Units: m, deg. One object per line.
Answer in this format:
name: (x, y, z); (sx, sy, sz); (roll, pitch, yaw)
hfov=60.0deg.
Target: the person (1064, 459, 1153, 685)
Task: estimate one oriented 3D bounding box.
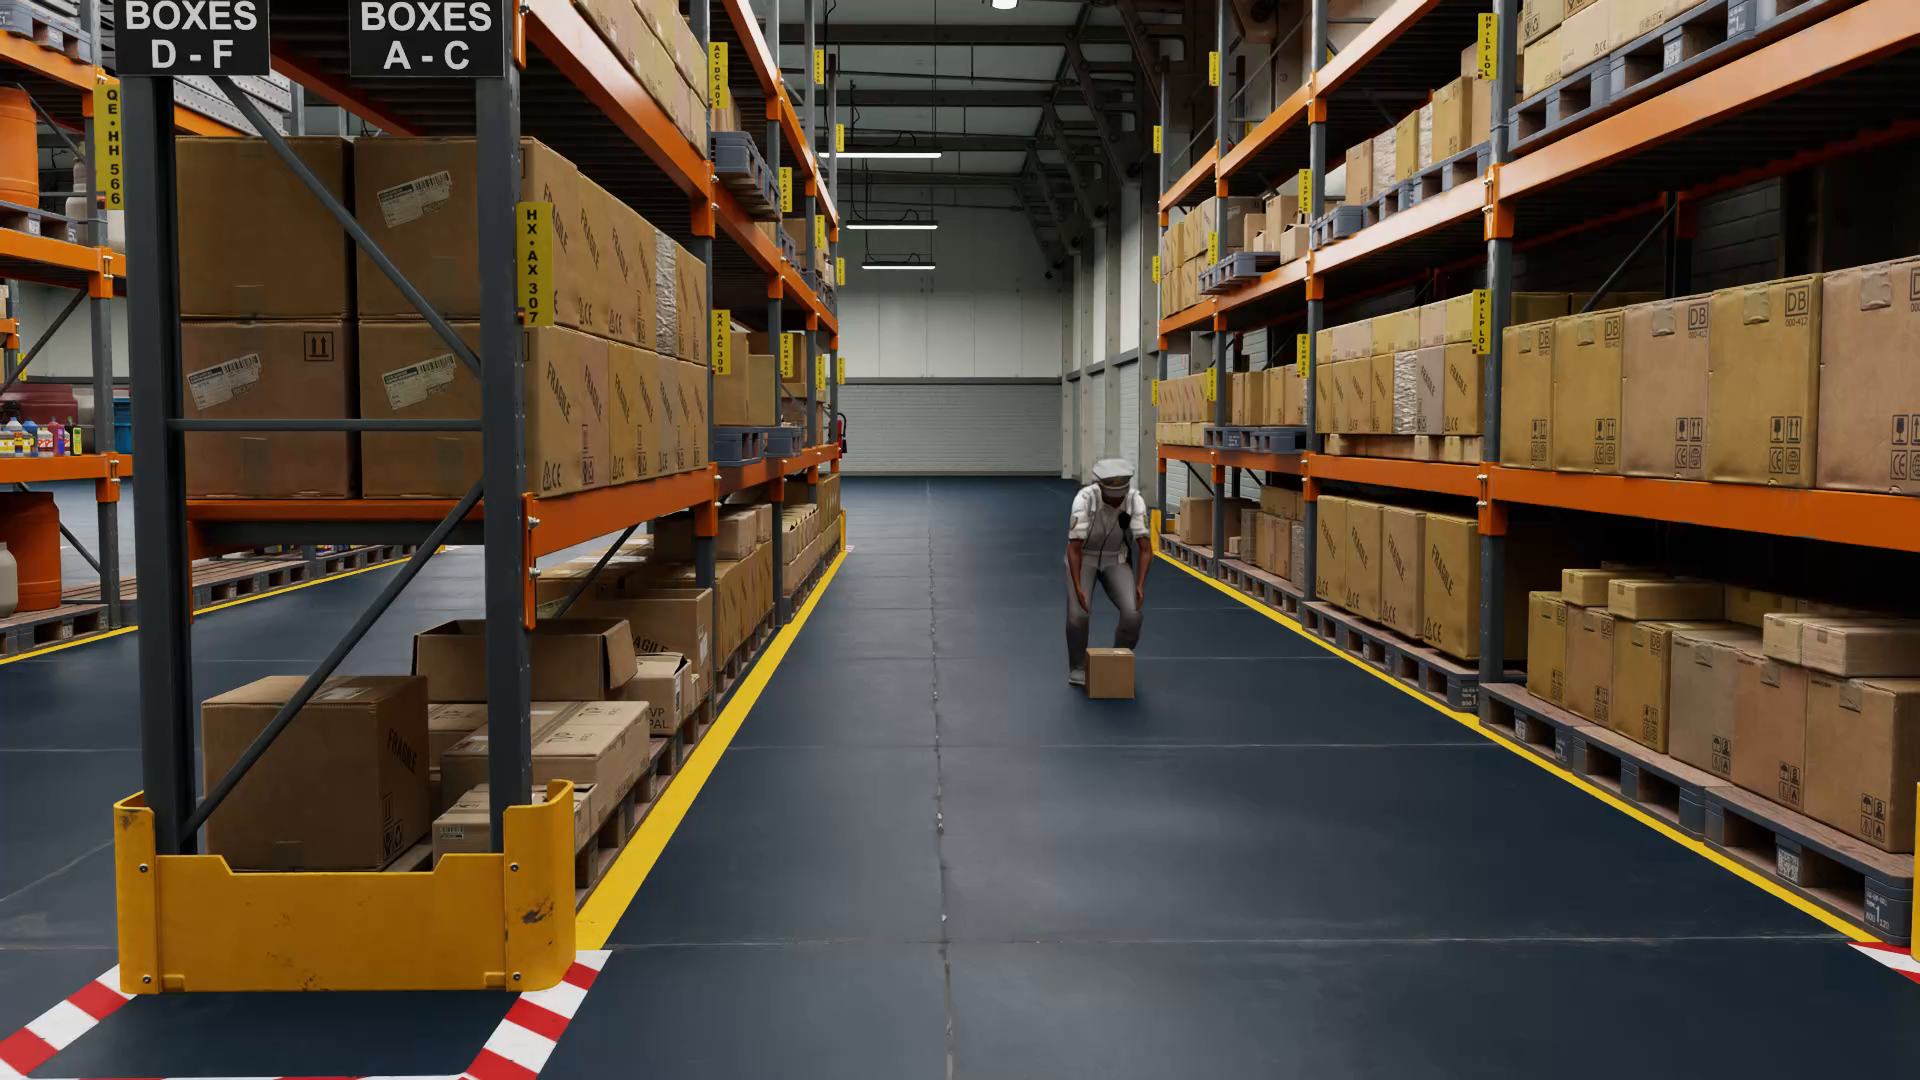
person: (0.867, 0.189, 9.731); (0.496, 1.331, 0.741); (0, 4, -1)
